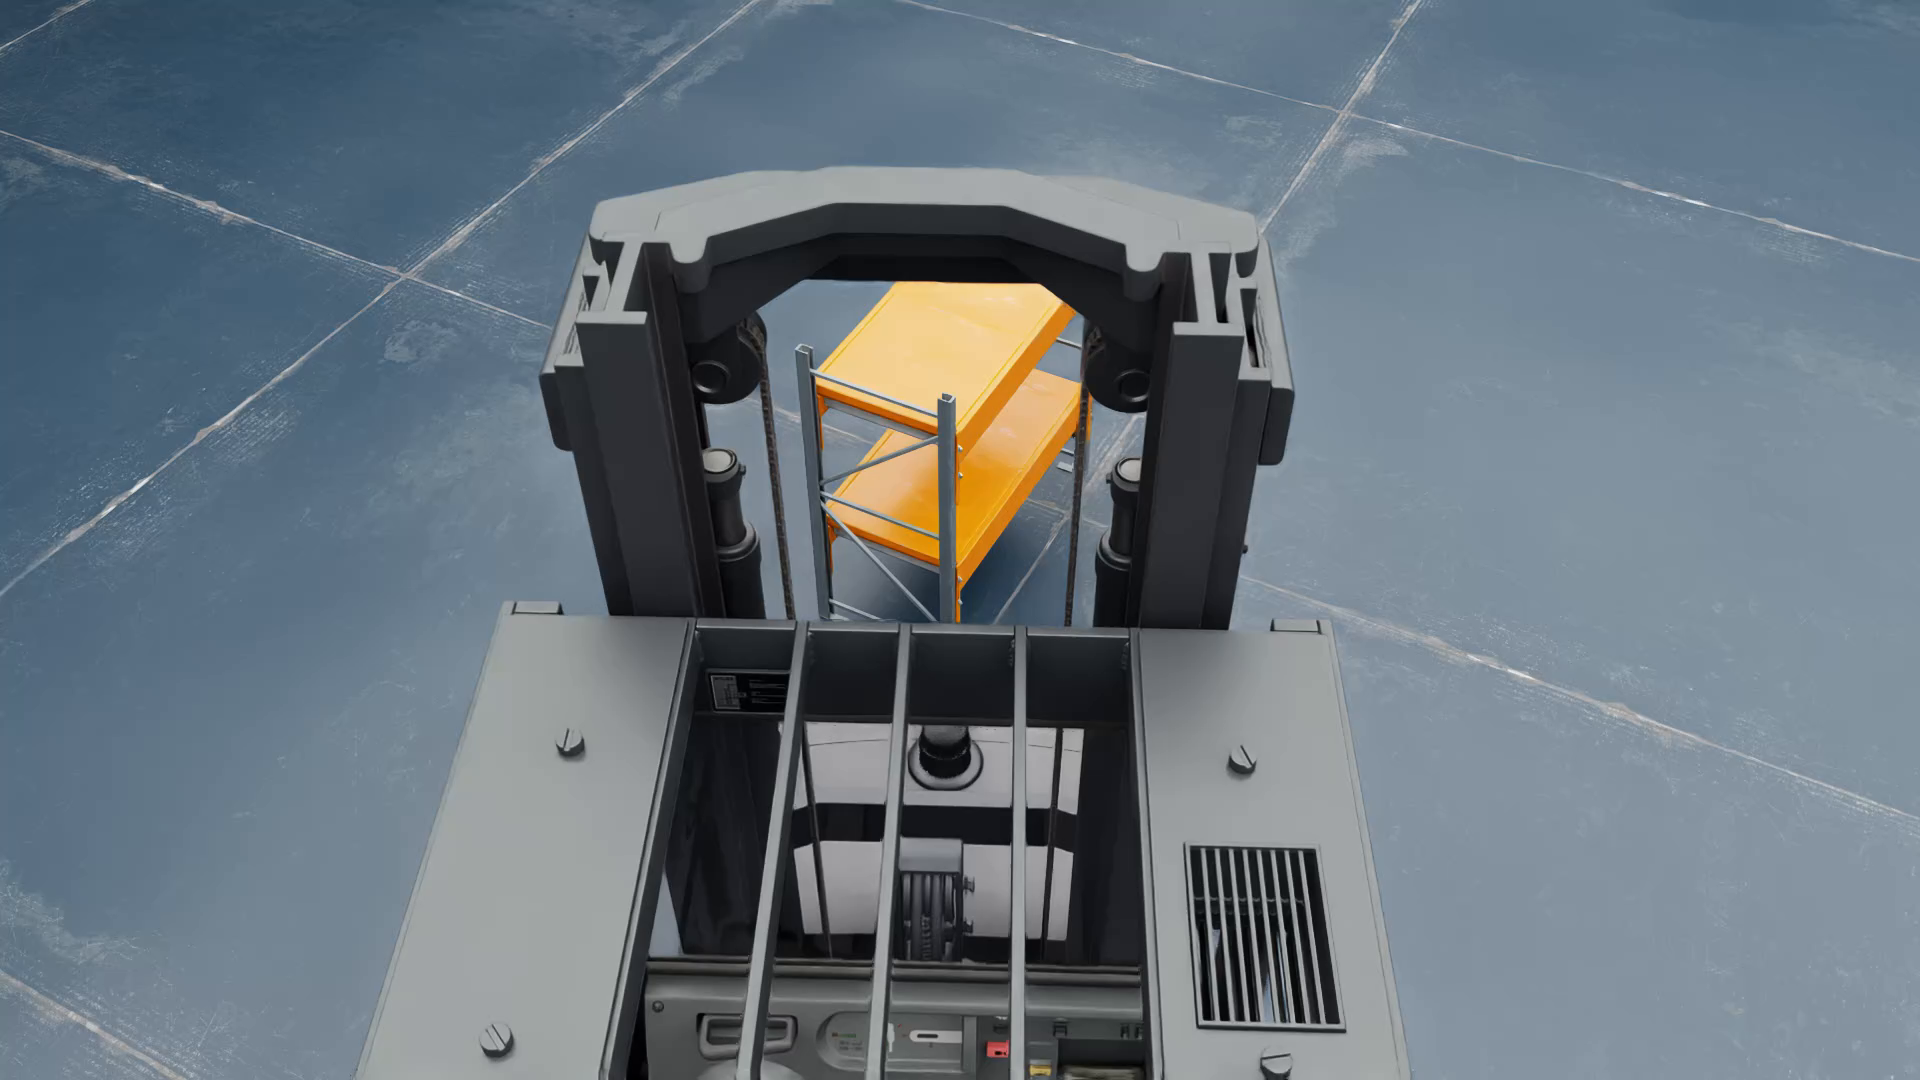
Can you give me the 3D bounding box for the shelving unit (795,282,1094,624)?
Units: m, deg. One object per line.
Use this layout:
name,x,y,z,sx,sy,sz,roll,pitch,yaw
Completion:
shelving unit,-0.003,-0.391,5.346,0.538,1.125,1.048,20,49,19

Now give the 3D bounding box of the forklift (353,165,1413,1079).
forklift,-0.068,1.030,2.672,1.130,2.935,3.031,1,45,1

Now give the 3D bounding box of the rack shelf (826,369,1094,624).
rack shelf,-0.003,-0.219,5.520,0.538,0.278,1.000,20,49,19

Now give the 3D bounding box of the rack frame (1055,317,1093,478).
rack frame,0.233,-0.711,5.662,0.500,1.125,0.032,20,49,19

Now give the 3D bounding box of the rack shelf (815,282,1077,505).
rack shelf,-0.003,-0.597,5.138,0.538,0.278,1.000,20,49,19

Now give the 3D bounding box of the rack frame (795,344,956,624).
rack frame,-0.239,-0.071,5.029,0.500,1.125,0.032,20,49,19
